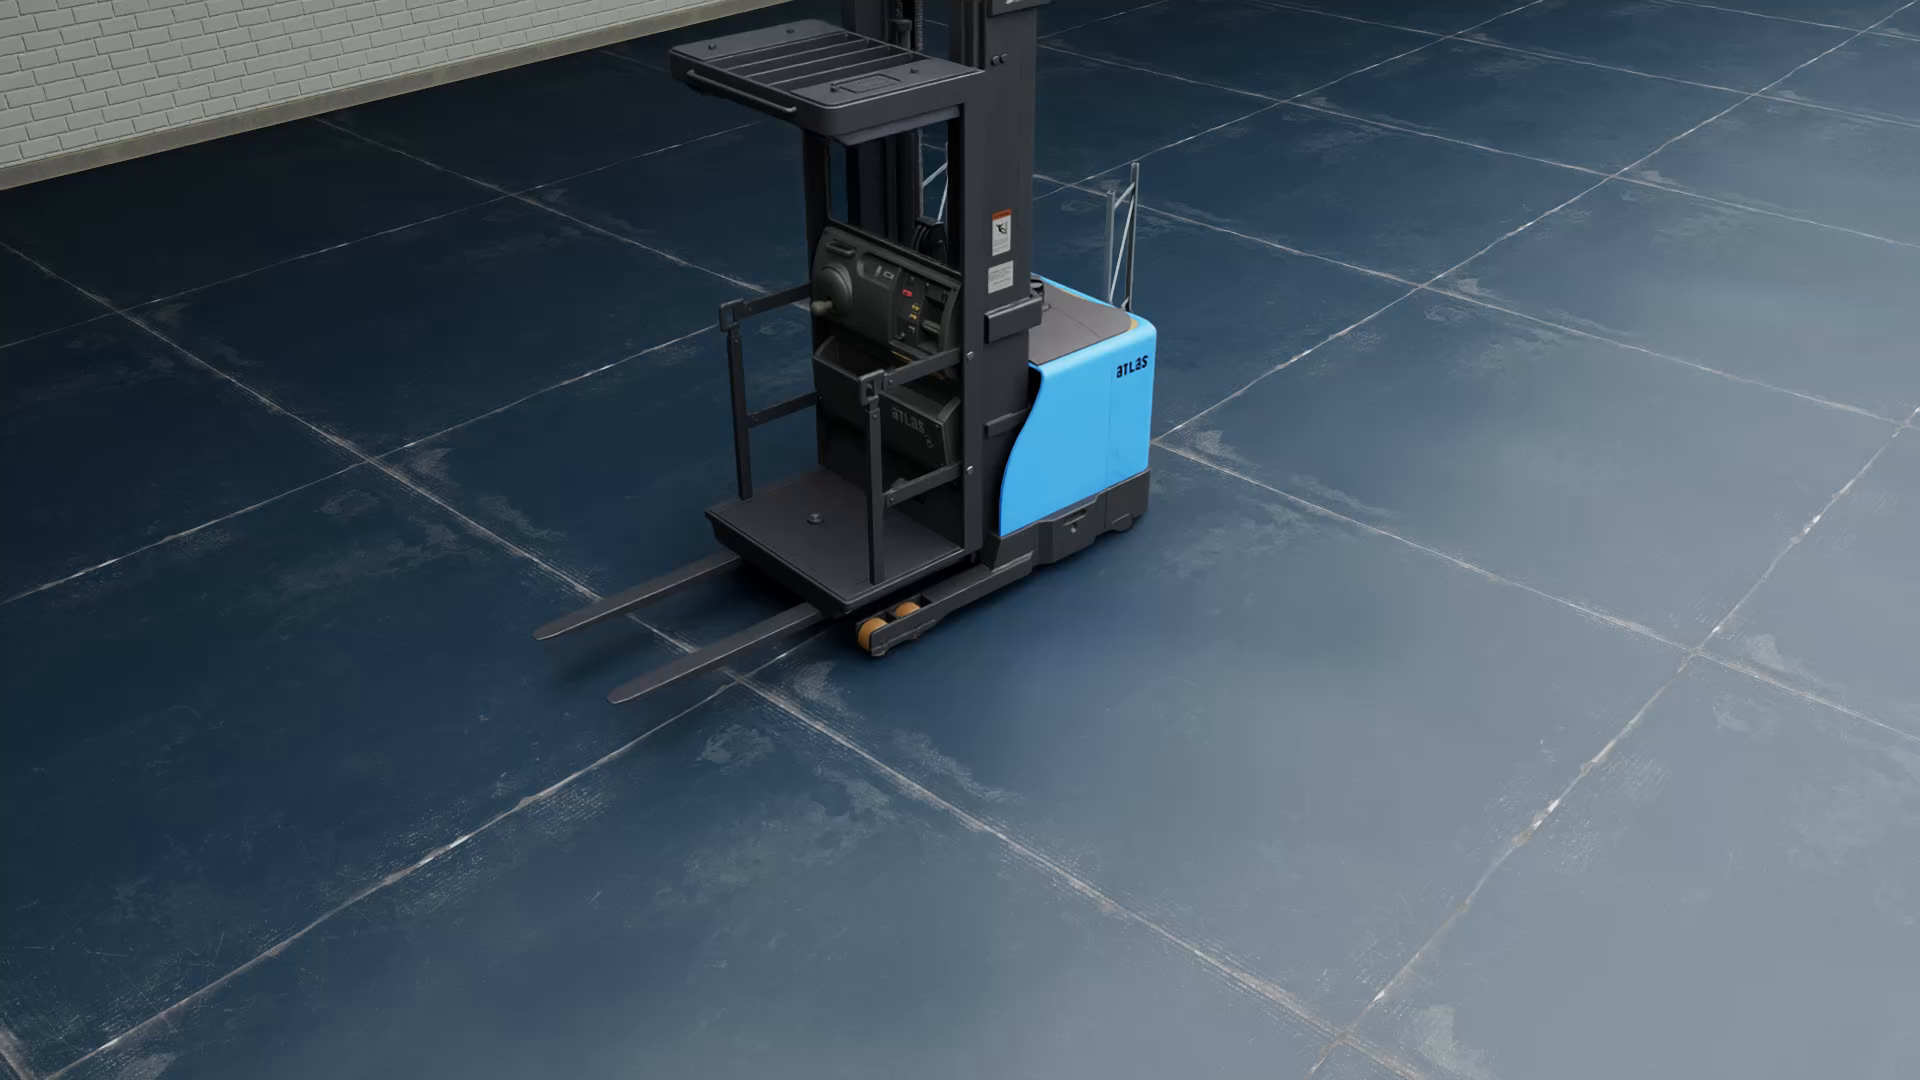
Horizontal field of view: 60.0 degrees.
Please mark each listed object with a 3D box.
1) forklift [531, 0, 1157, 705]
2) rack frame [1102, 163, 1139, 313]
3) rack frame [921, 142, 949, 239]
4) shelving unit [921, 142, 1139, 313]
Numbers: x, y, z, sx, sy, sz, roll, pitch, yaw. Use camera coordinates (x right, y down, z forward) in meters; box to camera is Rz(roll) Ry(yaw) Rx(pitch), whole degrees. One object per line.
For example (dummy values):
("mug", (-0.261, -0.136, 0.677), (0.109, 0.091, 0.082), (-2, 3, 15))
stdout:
("forklift", (-0.489, -1.046, 7.145), (3.031, 2.935, 1.130), (-24, 39, -35))
("rack frame", (0.824, -1.181, 8.758), (0.032, 1.500, 0.500), (11, 33, 17))
("rack frame", (-0.130, -1.363, 9.060), (0.032, 1.500, 0.500), (11, 33, 17))
("shelving unit", (0.355, -1.270, 8.906), (1.083, 1.500, 0.587), (11, 33, 17))
